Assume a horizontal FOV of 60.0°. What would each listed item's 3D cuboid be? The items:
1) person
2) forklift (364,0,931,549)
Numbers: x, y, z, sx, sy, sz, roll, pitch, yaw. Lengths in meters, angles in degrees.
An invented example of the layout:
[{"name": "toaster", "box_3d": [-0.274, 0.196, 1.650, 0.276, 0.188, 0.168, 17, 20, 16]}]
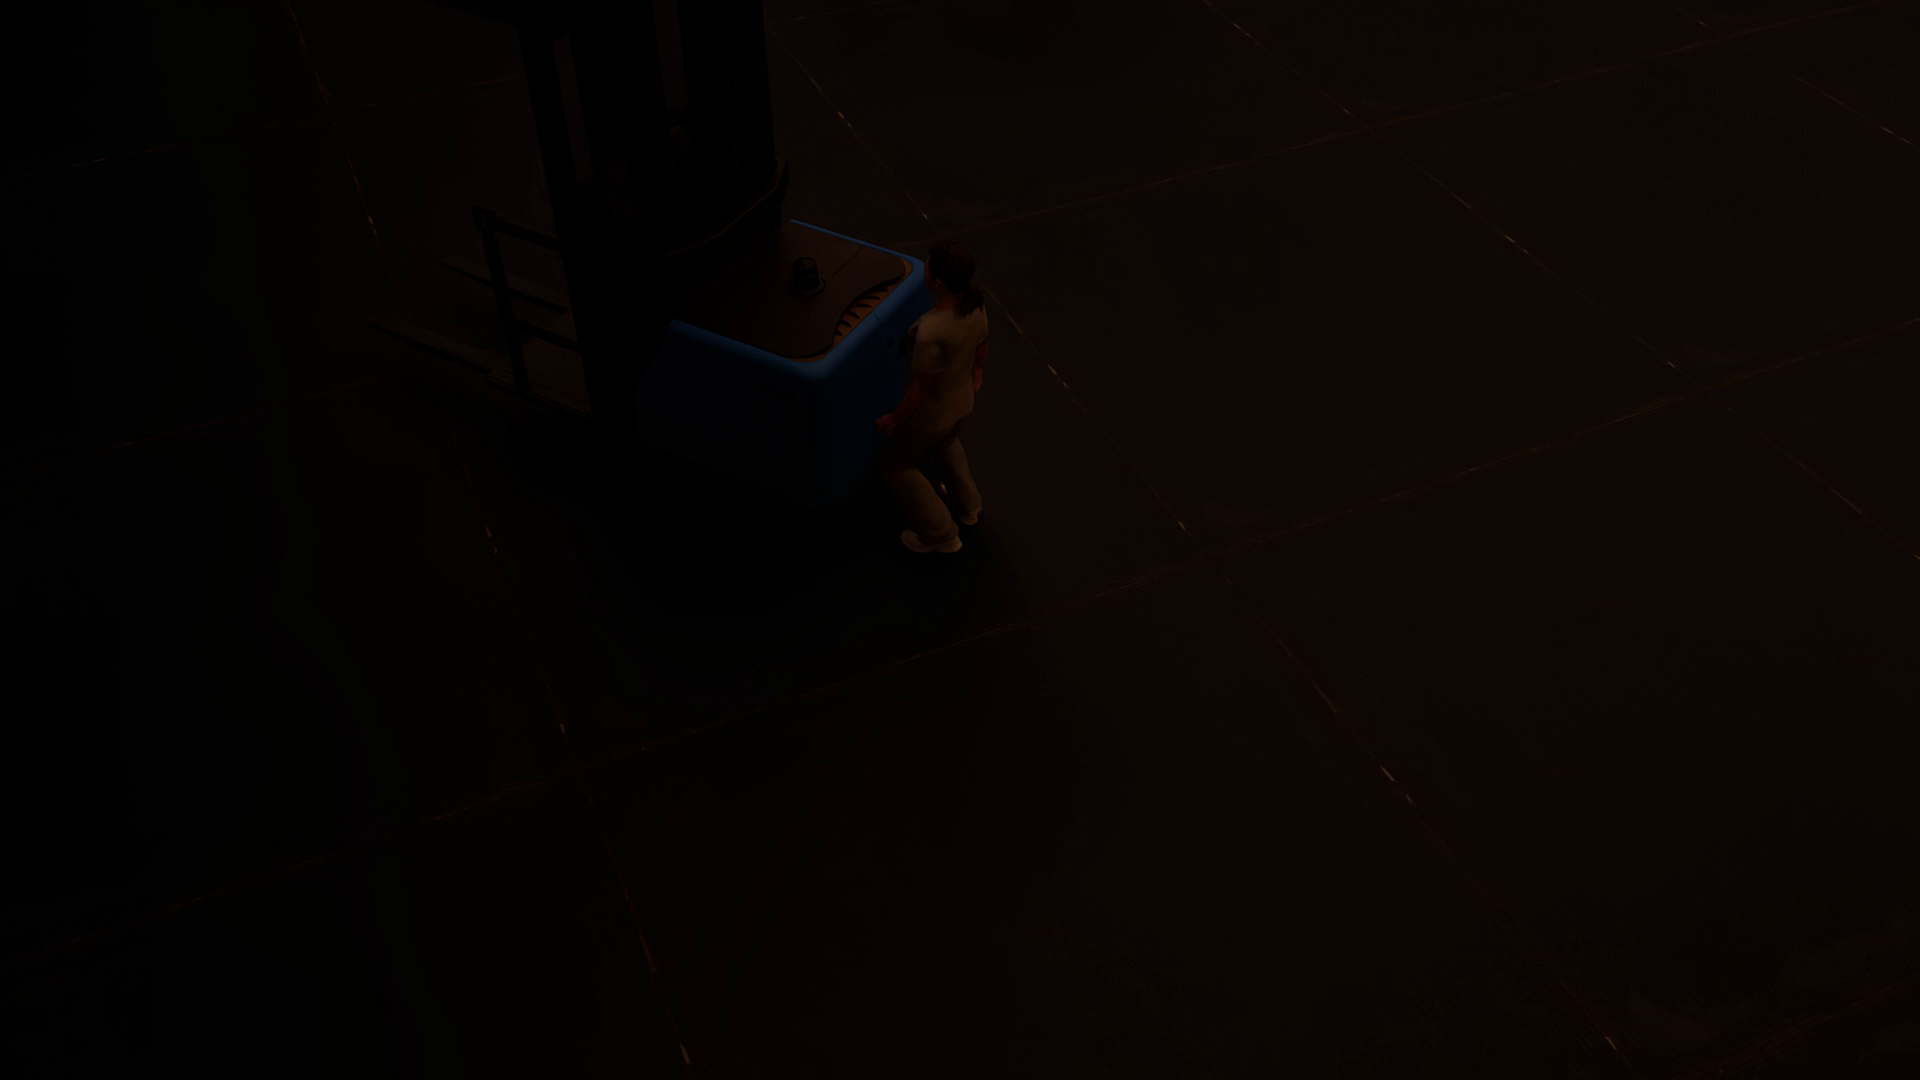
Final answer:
[{"name": "person", "box_3d": [-0.084, -0.623, 7.319, 0.440, 1.613, 0.648, 26, 49, 25]}, {"name": "forklift", "box_3d": [-1.658, -1.768, 7.575, 3.031, 2.935, 1.130, 21, 47, 21]}]
